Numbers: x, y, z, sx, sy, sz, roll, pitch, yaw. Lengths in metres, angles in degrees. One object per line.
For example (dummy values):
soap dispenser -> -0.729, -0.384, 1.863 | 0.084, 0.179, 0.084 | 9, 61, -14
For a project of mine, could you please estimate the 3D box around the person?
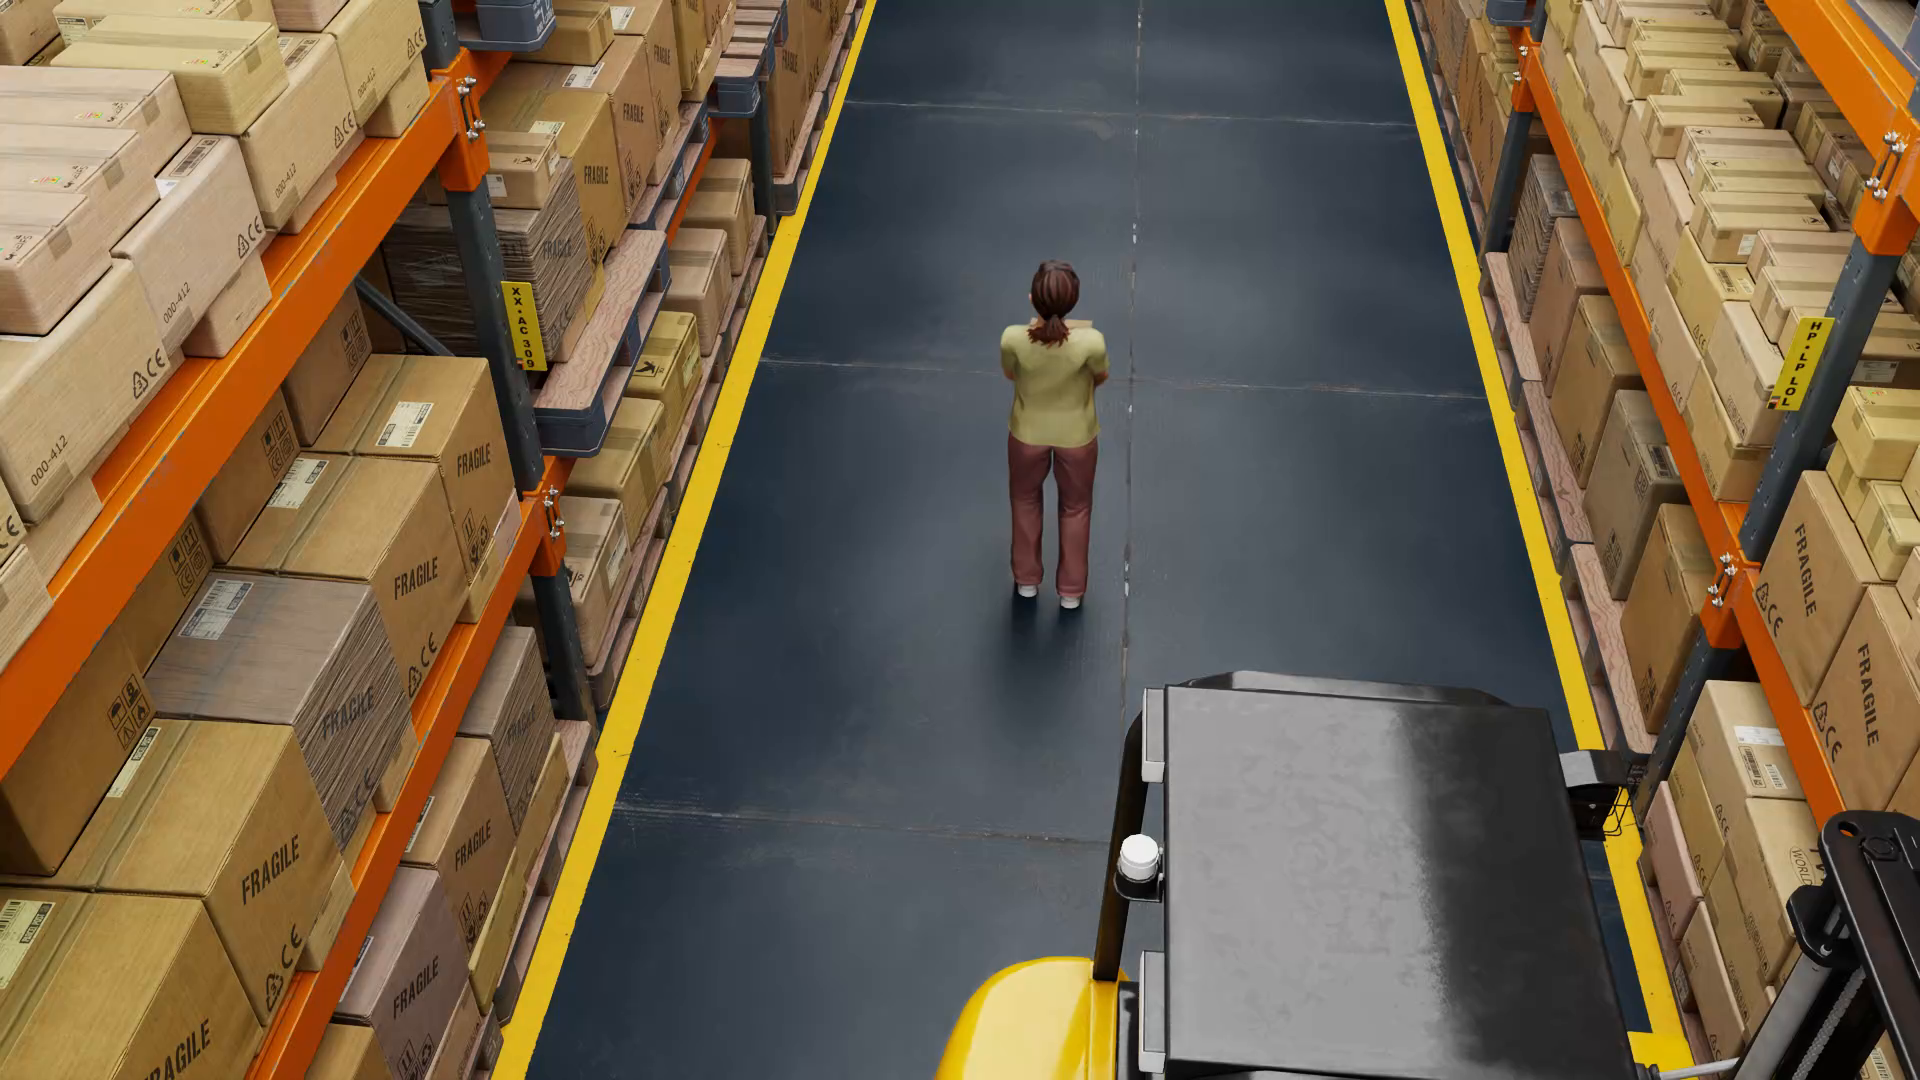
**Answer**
person -> 0.373, -0.455, 6.705 | 0.425, 1.662, 0.554 | 4, 40, 5
